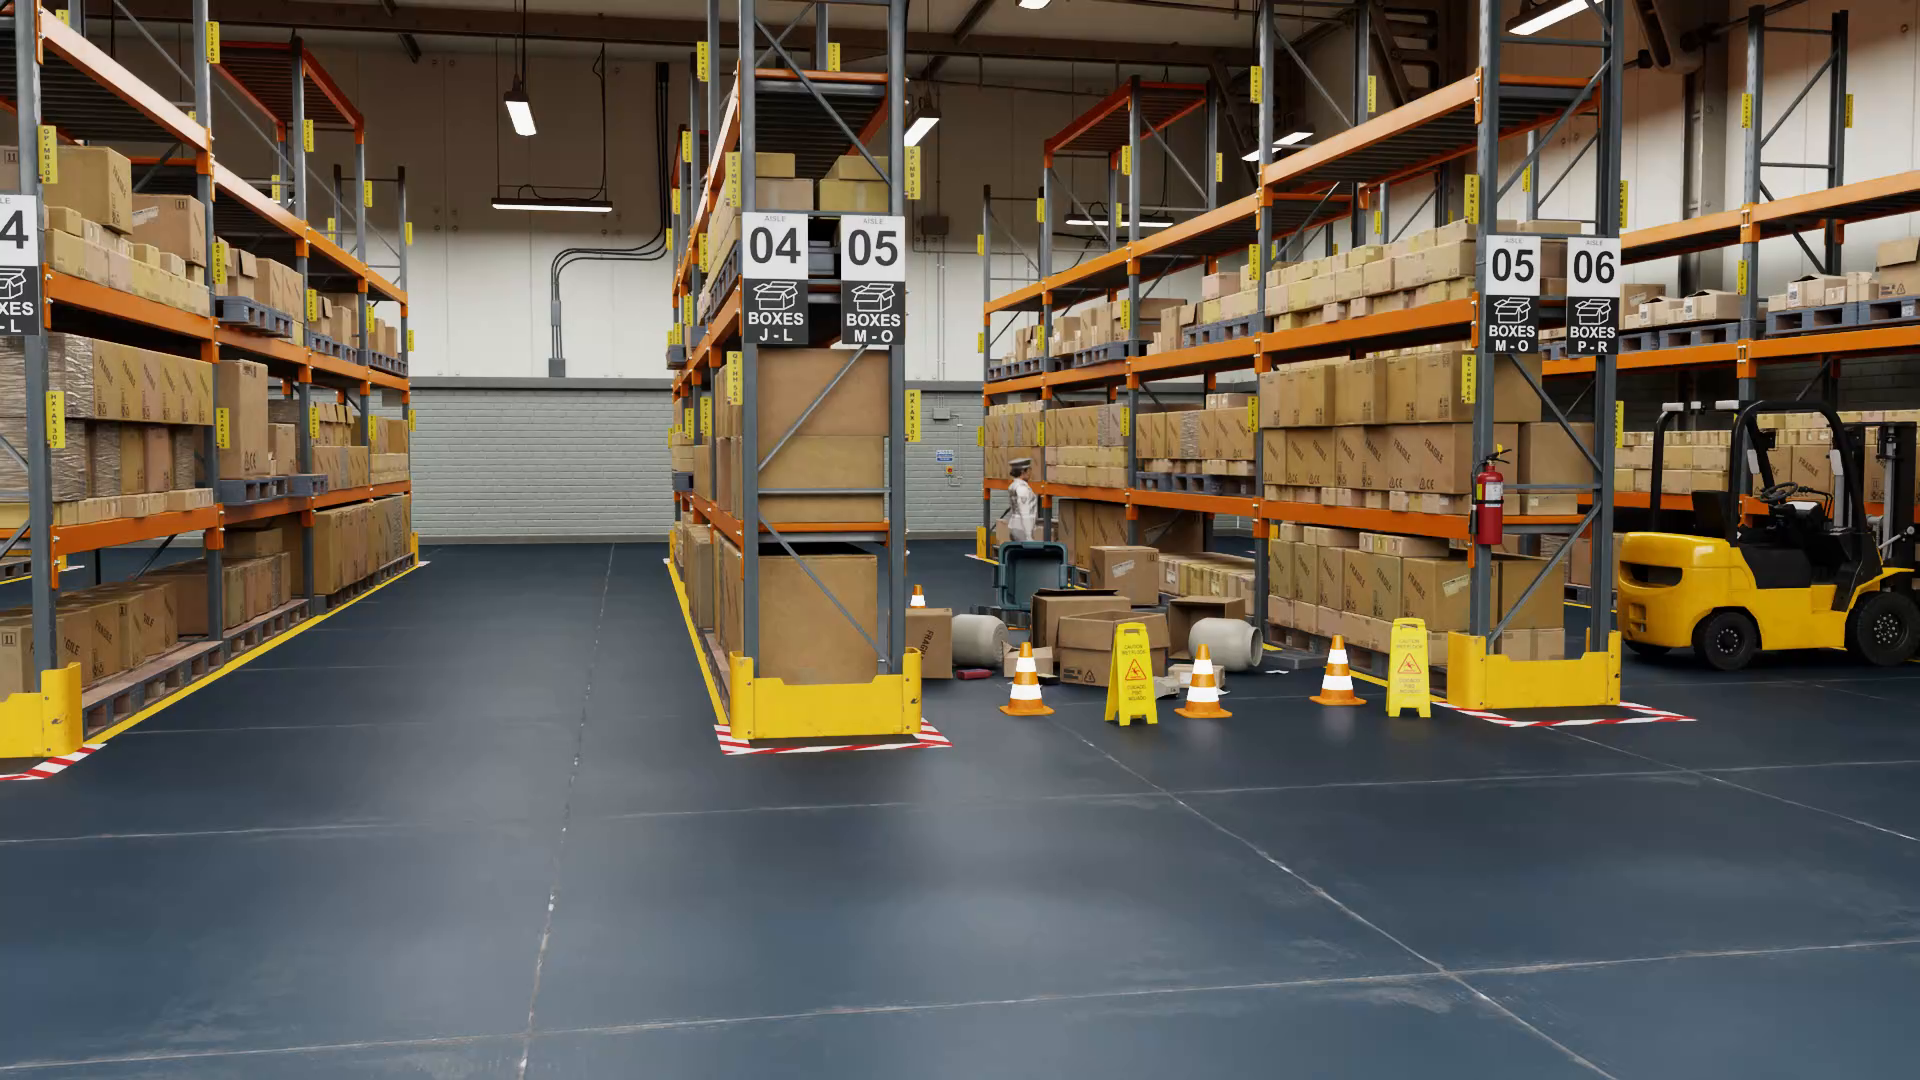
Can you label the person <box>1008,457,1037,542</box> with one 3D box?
[{"bbox_3d":[0.689,-0.059,18.089,0.327,1.680,0.469,-1,3,-10],"label":"person"}]
